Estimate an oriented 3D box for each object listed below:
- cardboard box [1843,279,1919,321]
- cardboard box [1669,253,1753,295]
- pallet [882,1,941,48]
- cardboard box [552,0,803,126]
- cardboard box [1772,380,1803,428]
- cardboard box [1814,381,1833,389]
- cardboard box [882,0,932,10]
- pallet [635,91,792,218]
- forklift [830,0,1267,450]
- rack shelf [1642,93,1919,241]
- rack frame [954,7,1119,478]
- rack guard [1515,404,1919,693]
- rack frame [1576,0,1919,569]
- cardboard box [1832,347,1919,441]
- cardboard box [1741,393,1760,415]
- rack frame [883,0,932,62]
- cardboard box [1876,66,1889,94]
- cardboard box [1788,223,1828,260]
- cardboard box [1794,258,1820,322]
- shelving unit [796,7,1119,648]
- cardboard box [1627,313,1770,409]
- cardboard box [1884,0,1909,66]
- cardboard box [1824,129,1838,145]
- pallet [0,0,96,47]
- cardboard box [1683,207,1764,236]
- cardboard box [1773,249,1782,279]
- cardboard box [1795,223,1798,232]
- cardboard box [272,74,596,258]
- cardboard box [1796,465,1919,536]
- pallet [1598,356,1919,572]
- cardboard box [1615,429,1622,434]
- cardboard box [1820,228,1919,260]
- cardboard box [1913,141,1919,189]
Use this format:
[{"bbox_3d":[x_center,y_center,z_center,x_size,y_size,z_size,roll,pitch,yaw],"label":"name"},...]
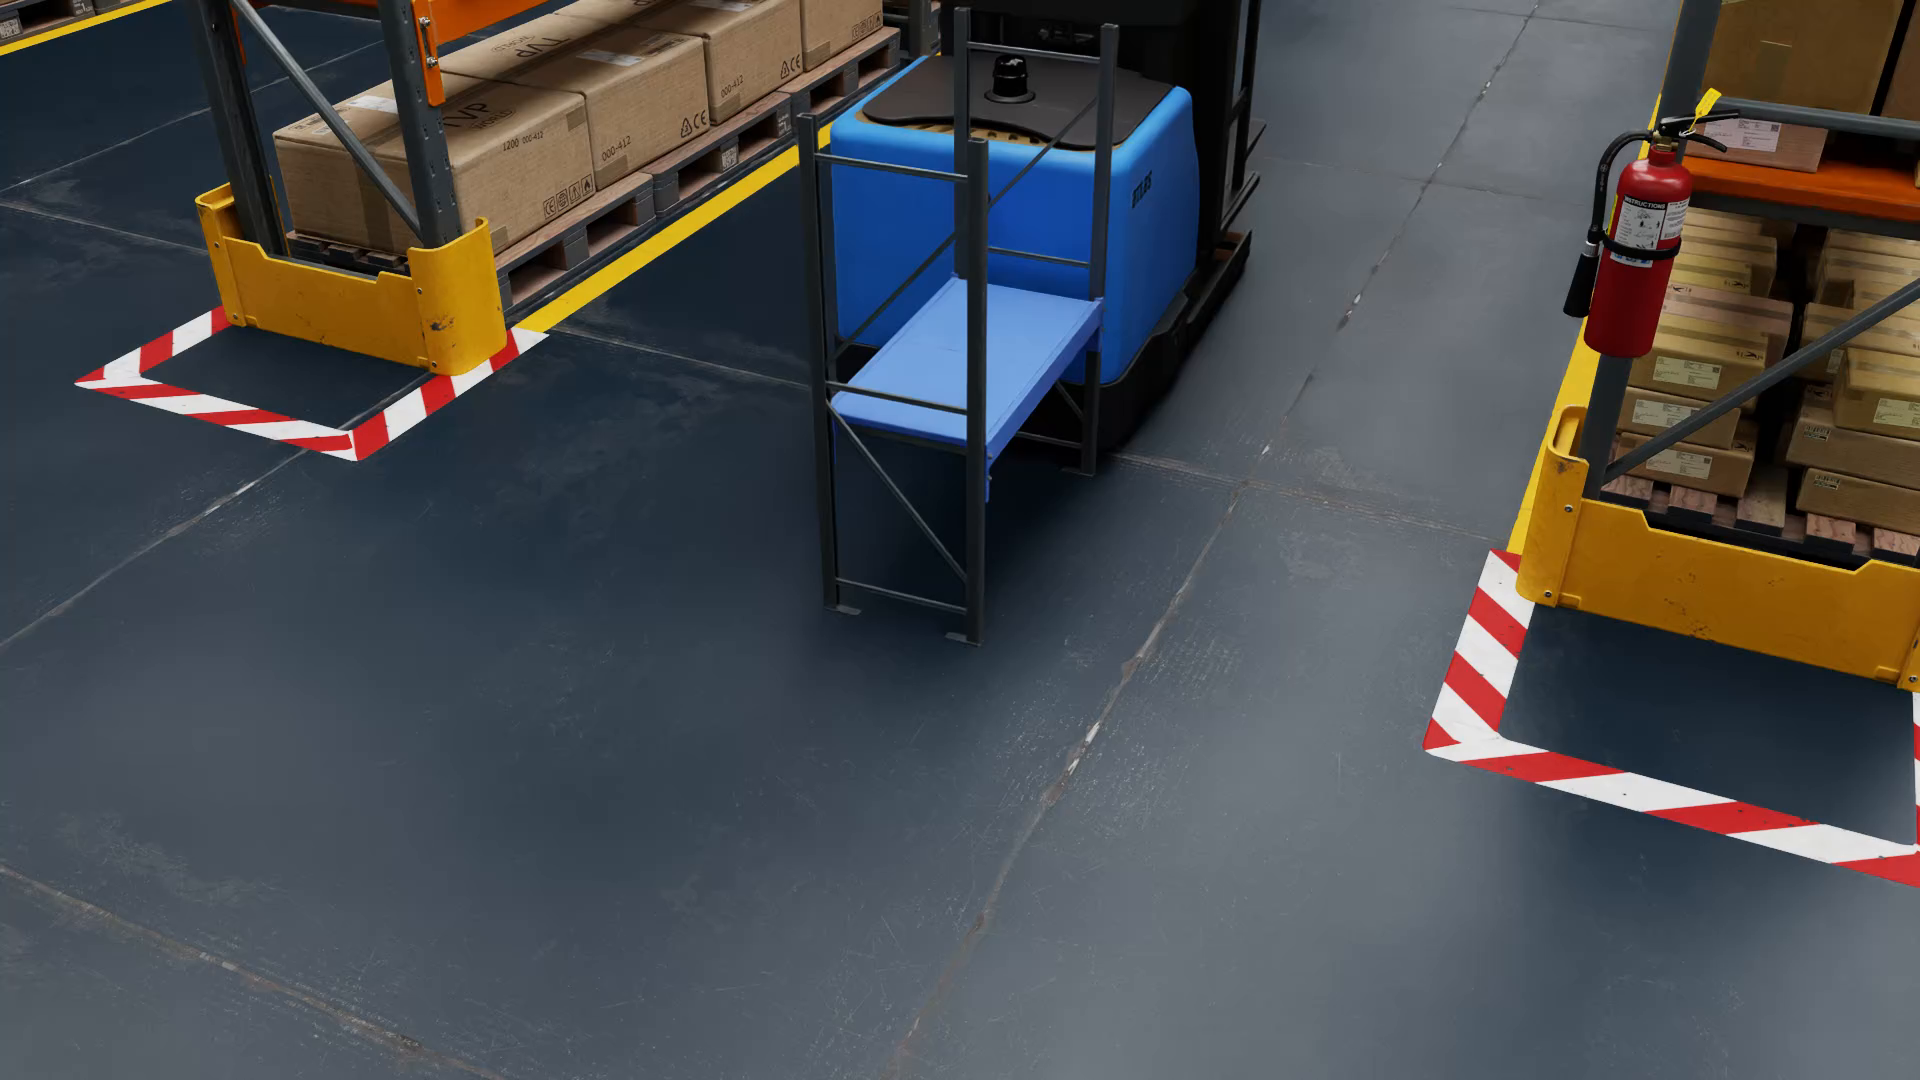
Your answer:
[{"bbox_3d":[2.983,-0.673,5.215,0.380,0.149,0.250,14,36,20],"label":"cardboard box"},{"bbox_3d":[2.369,-0.821,5.440,0.380,0.149,0.250,13,36,19],"label":"cardboard box"},{"bbox_3d":[-0.383,-3.309,10.105,1.003,0.211,1.213,14,36,20],"label":"pallet"},{"bbox_3d":[-1.372,-2.444,8.195,0.875,0.438,0.875,13,35,19],"label":"cardboard box"},{"bbox_3d":[2.870,-0.442,5.405,0.380,0.149,0.250,15,36,21],"label":"cardboard box"},{"bbox_3d":[2.846,-0.430,5.116,0.380,0.149,0.250,14,36,20],"label":"cardboard box"},{"bbox_3d":[-0.451,-3.688,9.694,0.875,0.875,0.875,15,36,22],"label":"cardboard box"},{"bbox_3d":[-1.536,-1.937,8.012,1.003,0.211,1.213,14,36,20],"label":"pallet"},{"bbox_3d":[0.575,-2.327,6.125,1.130,2.935,3.031,12,35,18],"label":"forklift"},{"bbox_3d":[3.064,-1.692,5.750,1.077,0.370,4.000,14,36,20],"label":"rack shelf"},{"bbox_3d":[0.218,-0.893,5.243,0.500,1.500,0.032,13,35,18],"label":"rack frame"},{"bbox_3d":[2.259,0.011,4.777,1.175,0.500,0.348,14,36,20],"label":"rack guard"},{"bbox_3d":[2.227,-0.996,4.034,1.000,3.000,0.127,14,36,20],"label":"rack frame"},{"bbox_3d":[2.755,-0.412,4.817,0.380,0.149,0.250,13,35,18],"label":"cardboard box"},{"bbox_3d":[2.347,-0.550,5.300,0.380,0.149,0.250,13,36,19],"label":"cardboard box"},{"bbox_3d":[-0.637,-4.074,8.727,1.000,3.000,0.127,14,36,20],"label":"rack frame"},{"bbox_3d":[2.875,-1.396,4.873,0.380,0.149,0.250,16,36,23],"label":"cardboard box"},{"bbox_3d":[3.296,-1.106,6.146,0.380,0.149,0.250,16,36,23],"label":"cardboard box"},{"bbox_3d":[3.098,-0.829,5.724,0.380,0.149,0.250,12,35,18],"label":"cardboard box"},{"bbox_3d":[0.025,-0.635,4.850,0.538,1.500,1.048,13,35,18],"label":"shelving unit"},{"bbox_3d":[2.219,-0.550,5.028,0.380,0.149,0.250,15,36,21],"label":"cardboard box"},{"bbox_3d":[2.867,-1.595,4.585,0.500,0.500,0.500,14,36,21],"label":"cardboard box"},{"bbox_3d":[2.245,-1.234,4.625,0.380,0.149,0.250,14,36,20],"label":"cardboard box"},{"bbox_3d":[-5.945,-3.093,9.775,1.003,0.211,1.213,14,36,20],"label":"pallet"},{"bbox_3d":[2.597,-1.082,5.838,0.380,0.149,0.250,16,36,22],"label":"cardboard box"},{"bbox_3d":[2.910,-1.061,6.349,0.380,0.149,0.250,15,36,22],"label":"cardboard box"},{"bbox_3d":[3.589,-1.339,6.773,0.380,0.149,0.250,13,36,19],"label":"cardboard box"},{"bbox_3d":[-2.126,-1.538,6.813,0.875,0.438,0.875,13,35,19],"label":"cardboard box"},{"bbox_3d":[2.737,-0.167,4.987,0.380,0.149,0.250,15,36,21],"label":"cardboard box"},{"bbox_3d":[2.631,-0.265,5.461,1.003,0.211,1.213,14,36,20],"label":"pallet"},{"bbox_3d":[2.274,-0.441,5.404,0.380,0.149,0.250,15,36,22],"label":"cardboard box"},{"bbox_3d":[3.136,-0.951,5.639,0.380,0.149,0.250,16,36,22],"label":"cardboard box"},{"bbox_3d":[2.661,-0.978,4.234,0.380,0.149,0.250,14,36,20],"label":"cardboard box"}]
